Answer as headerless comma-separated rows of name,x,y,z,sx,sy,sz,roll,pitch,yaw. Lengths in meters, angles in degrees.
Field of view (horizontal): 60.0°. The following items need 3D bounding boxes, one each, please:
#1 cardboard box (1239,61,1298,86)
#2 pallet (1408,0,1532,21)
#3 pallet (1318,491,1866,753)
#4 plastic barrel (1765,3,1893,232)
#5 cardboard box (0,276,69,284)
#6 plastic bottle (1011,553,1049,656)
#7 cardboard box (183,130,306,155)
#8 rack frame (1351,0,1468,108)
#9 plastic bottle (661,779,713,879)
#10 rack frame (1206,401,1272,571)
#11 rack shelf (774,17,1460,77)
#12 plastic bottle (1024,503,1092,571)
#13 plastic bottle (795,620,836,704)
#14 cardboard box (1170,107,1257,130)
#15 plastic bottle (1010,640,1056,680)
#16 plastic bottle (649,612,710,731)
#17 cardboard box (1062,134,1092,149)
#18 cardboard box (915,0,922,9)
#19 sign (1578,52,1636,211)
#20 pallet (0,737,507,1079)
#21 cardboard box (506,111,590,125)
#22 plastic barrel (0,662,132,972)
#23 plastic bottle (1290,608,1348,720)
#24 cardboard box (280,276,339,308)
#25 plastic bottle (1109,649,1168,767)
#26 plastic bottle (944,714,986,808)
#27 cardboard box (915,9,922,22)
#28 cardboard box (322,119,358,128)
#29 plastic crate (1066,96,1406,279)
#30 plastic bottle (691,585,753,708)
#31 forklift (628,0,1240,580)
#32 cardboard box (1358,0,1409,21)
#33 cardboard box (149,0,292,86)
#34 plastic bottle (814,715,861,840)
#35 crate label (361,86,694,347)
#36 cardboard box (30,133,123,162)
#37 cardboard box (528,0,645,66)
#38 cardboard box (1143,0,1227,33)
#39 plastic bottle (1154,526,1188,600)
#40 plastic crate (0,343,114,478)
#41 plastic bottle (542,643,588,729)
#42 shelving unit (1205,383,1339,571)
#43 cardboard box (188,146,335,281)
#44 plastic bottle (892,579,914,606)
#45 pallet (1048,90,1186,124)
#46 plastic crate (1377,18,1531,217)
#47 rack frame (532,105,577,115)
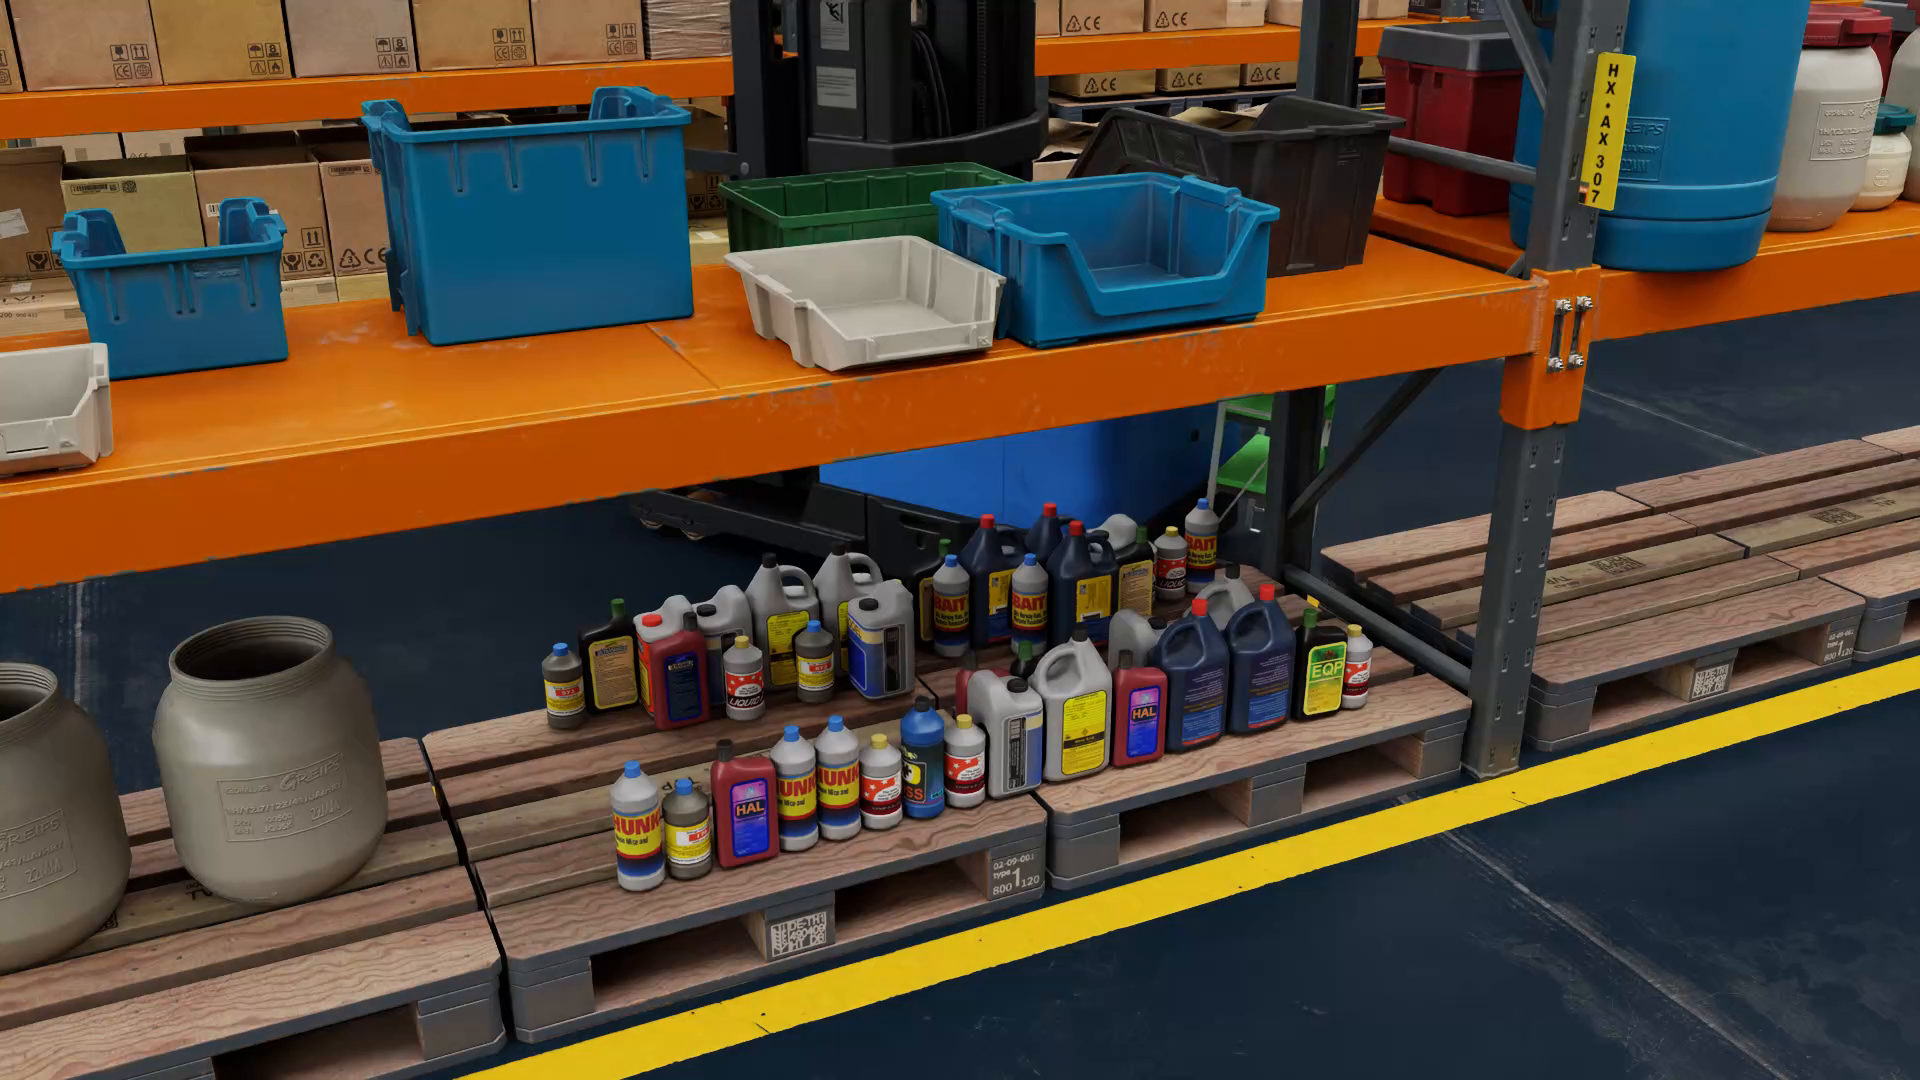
cardboard box,2.754,-4.589,15.175,0.750,0.750,0.750,-10,24,-22
pallet,3.211,-3.367,10.213,1.003,0.211,1.213,-10,25,-24
pallet,1.862,0.197,4.998,1.213,0.211,1.003,-10,25,-24
plastic barrel,2.128,-1.094,4.293,0.433,0.535,0.433,0,22,0
cardboard box,-4.223,-1.106,7.547,0.500,0.250,0.500,-10,25,-24
plastic bottle,0.186,0.166,4.419,0.097,0.271,0.097,0,22,0
cardboard box,-3.329,-1.624,7.818,0.500,0.500,0.500,-10,25,-24
rack frame,2.630,-3.319,9.846,0.127,3.000,1.000,-10,25,-24
plastic bottle,-0.571,0.595,3.474,0.097,0.201,0.097,0,22,0
rack frame,0.909,-0.389,5.099,0.240,1.200,0.015,15,27,24
rack shelf,0.828,-2.655,9.182,4.000,0.370,1.077,-10,25,-24
plastic bottle,0.264,0.064,4.562,0.185,0.351,0.144,-10,24,-22
plastic bottle,-0.365,0.300,4.187,0.097,0.201,0.097,0,22,0
cardboard box,1.561,-2.426,10.001,0.500,0.311,0.500,-11,25,-25
plastic bottle,0.184,0.365,3.924,0.133,0.283,0.061,-10,25,-24
plastic bottle,-0.683,0.316,4.041,0.133,0.283,0.061,-10,25,-24
cardboard box,0.891,-2.076,9.157,0.500,0.311,0.500,-10,24,-22
cardboard box,-0.261,-2.802,8.774,0.258,0.266,0.396,-11,25,-25
sign,1.400,-0.884,3.602,0.005,0.325,0.100,-10,25,-24
pallet,-1.651,0.842,3.439,1.213,0.211,1.003,-10,25,-24
cardboard box,-1.975,-1.871,8.413,0.500,0.500,0.500,-10,25,-24
plastic barrel,-1.873,0.536,3.238,0.421,0.512,0.421,0,22,0
plastic bottle,0.881,0.298,4.086,0.133,0.283,0.061,-9,24,-21
cardboard box,-3.099,-1.095,7.519,0.500,0.250,0.500,-10,25,-24
plastic bottle,0.414,0.383,3.878,0.133,0.283,0.061,-9,24,-20
plastic bottle,0.009,0.488,3.732,0.097,0.201,0.097,0,22,0
cardboard box,-0.087,-2.616,8.476,0.250,0.149,0.380,-10,25,-24
cardboard box,-4.575,-2.990,12.203,0.250,0.149,0.380,-13,26,-28
plastic crate,0.644,-0.876,4.026,0.504,0.338,0.767,-10,25,-24
plastic bottle,-0.604,0.260,4.186,0.135,0.276,0.152,-11,25,-25
forklift,-0.565,-1.511,5.568,3.031,2.935,1.130,14,26,30
cardboard box,2.284,-3.232,9.754,0.500,0.311,0.500,-9,24,-20
cardboard box,-3.231,-2.280,7.206,0.500,0.500,0.700,-10,25,-23
plastic bottle,-0.265,0.506,3.597,0.097,0.271,0.097,0,22,0
crate label,-0.892,-0.699,3.471,0.616,0.435,0.502,-10,25,-24
cardboard box,-6.067,-2.743,11.395,0.500,0.311,0.500,-14,26,-30
cardboard box,-1.843,-2.536,7.824,0.500,0.500,0.700,-11,25,-24
cardboard box,1.126,-3.081,9.141,0.500,0.500,0.500,-12,25,-26
plastic bottle,0.602,0.061,4.765,0.097,0.201,0.097,0,22,0
plastic crate,-1.487,-0.200,2.656,0.250,0.136,0.298,-10,25,-24
plastic bottle,-0.968,0.350,4.067,0.097,0.201,0.097,0,22,0
shelving unit,1.021,-0.472,5.299,0.258,1.200,0.503,15,27,24
cardboard box,-3.104,-1.445,7.385,0.500,0.500,0.500,-10,25,-24
plastic bottle,-0.172,0.203,4.421,0.097,0.201,0.097,0,22,0
pallet,1.222,-3.842,14.755,1.213,0.211,1.003,-10,25,-24
plastic crate,1.475,-1.163,4.554,0.583,0.464,0.402,-10,25,-24
rack frame,-3.126,-4.362,12.366,0.127,3.000,1.000,-10,25,-24
